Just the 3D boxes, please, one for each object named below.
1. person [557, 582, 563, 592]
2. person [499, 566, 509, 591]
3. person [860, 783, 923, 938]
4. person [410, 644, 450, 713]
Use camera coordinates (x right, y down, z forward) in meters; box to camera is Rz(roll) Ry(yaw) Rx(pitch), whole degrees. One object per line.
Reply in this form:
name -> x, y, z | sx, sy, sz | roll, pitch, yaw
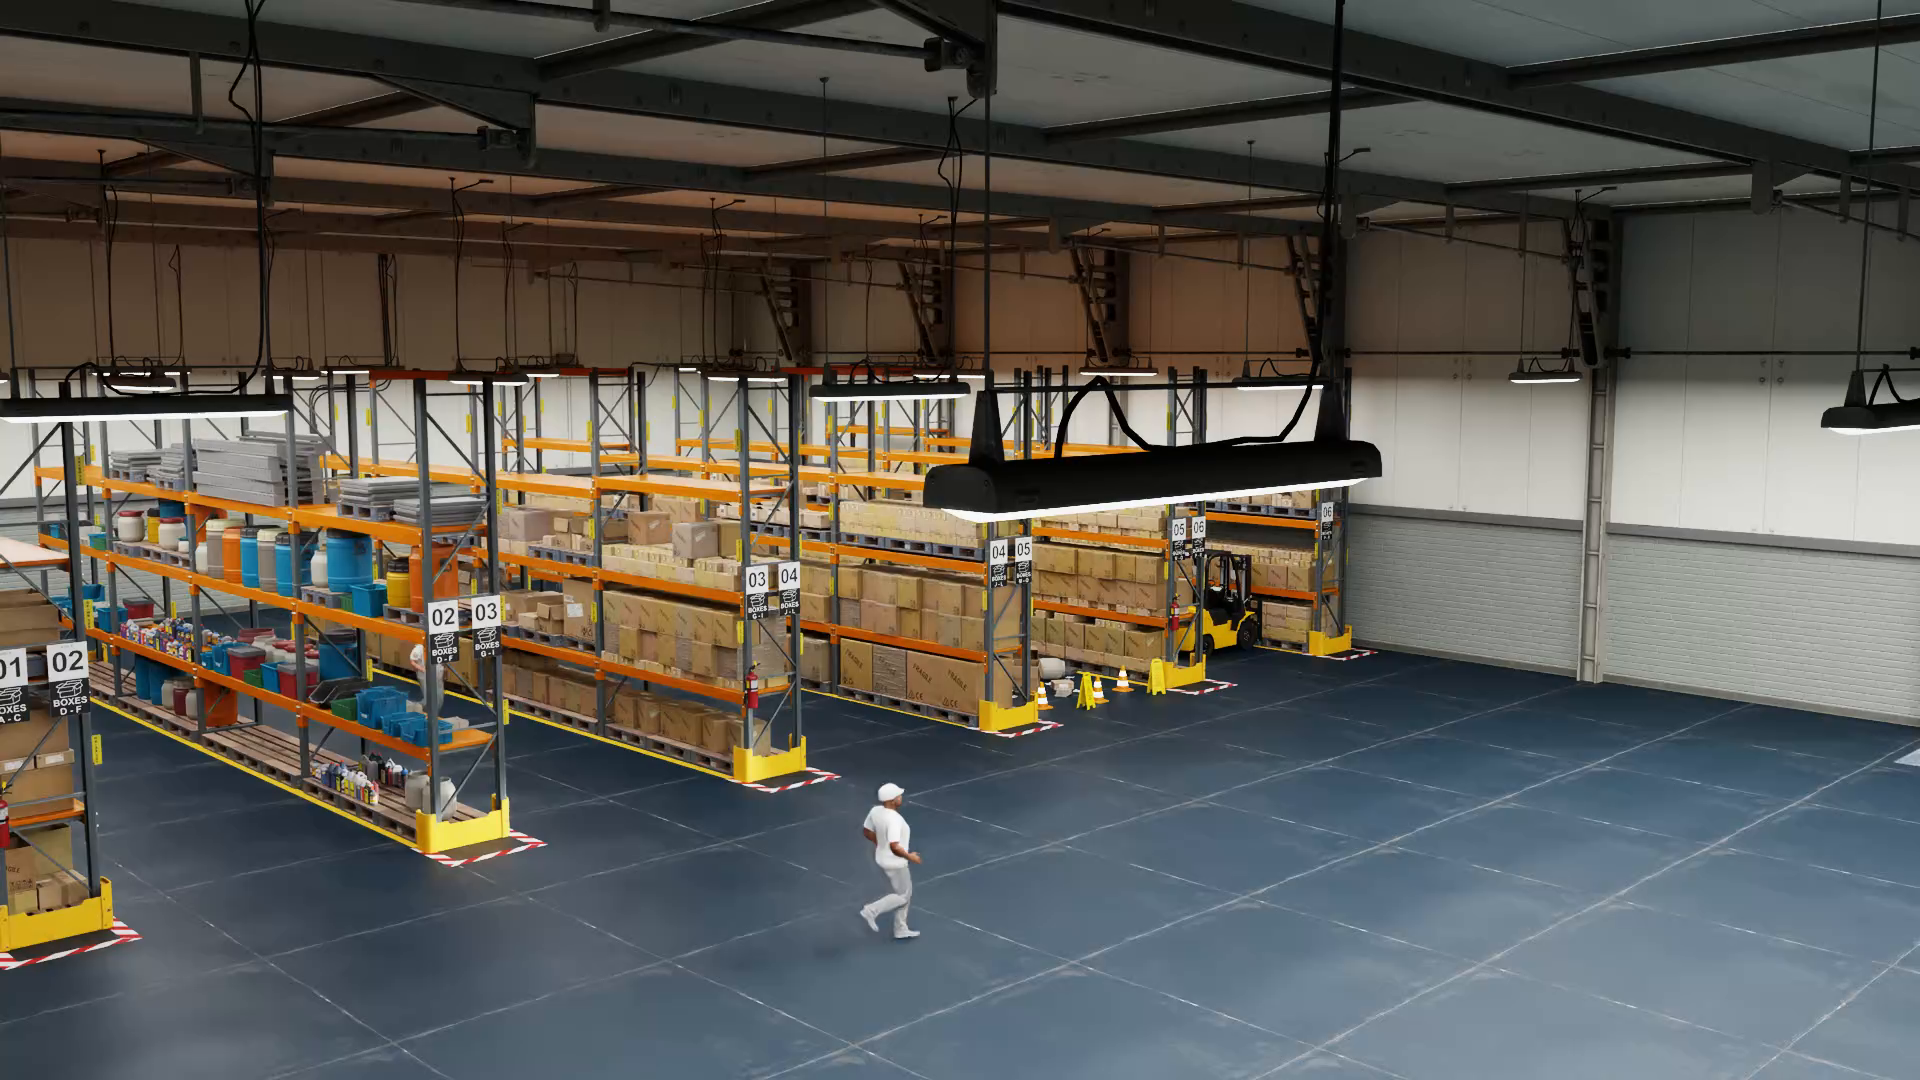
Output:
person -> -9.921, 0.824, 41.706 | 0.512, 1.622, 0.577 | -6, 8, -40
person -> -10.301, 1.328, 36.997 | 0.665, 1.692, 0.679 | -5, 8, -40
person -> -0.773, 3.470, 17.888 | 0.739, 1.738, 0.707 | -3, 7, -26
person -> -8.961, 2.304, 28.072 | 0.595, 1.731, 0.649 | 4, 8, 33
